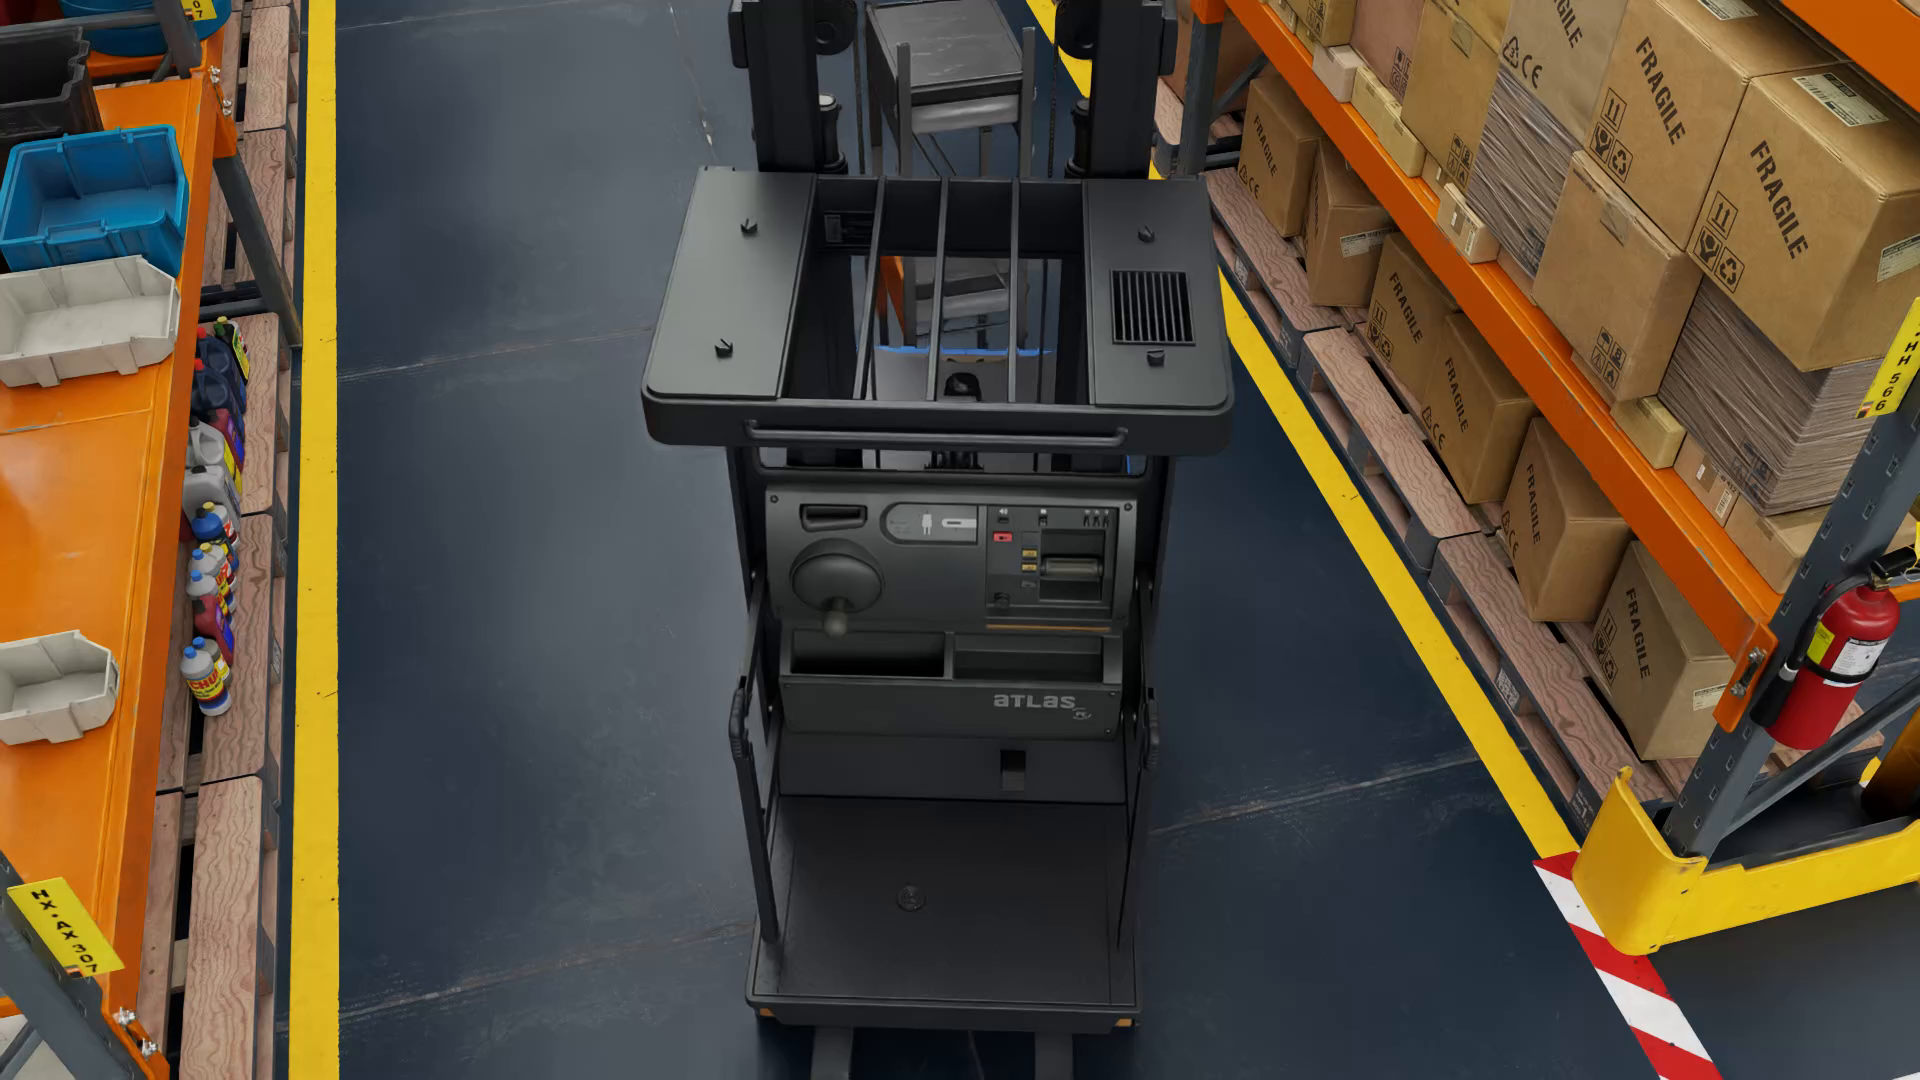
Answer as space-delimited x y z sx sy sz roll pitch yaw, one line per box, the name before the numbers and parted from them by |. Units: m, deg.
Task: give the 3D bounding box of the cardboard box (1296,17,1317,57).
cardboard box | 1.485 -1.914 6.201 0.380 0.149 0.250 -11 47 -10

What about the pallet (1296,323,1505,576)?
pallet | 2.027 -0.442 6.535 1.003 0.211 1.213 -11 47 -10

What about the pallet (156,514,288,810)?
pallet | -2.835 0.478 5.634 1.003 0.211 1.213 -11 47 -10

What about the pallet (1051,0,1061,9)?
pallet | 0.988 -3.124 9.164 1.003 0.211 1.213 -11 47 -10

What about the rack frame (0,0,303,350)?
rack frame | -3.283 -1.813 5.927 1.000 3.000 0.127 -11 47 -10

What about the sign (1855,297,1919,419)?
sign | 1.987 -0.385 3.495 0.100 0.325 0.005 -11 47 -10

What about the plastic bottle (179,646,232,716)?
plastic bottle | -2.422 0.441 5.320 0.097 0.271 0.097 0 46 0

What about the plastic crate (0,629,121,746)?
plastic crate | -2.177 0.364 3.978 0.298 0.136 0.250 -11 47 -10

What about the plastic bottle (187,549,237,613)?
plastic bottle | -2.535 0.135 5.620 0.097 0.271 0.097 0 46 0

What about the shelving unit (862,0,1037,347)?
shelving unit | -0.038 -0.861 5.624 0.431 2.100 0.503 -10 46 -9

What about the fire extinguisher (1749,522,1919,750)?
fire extinguisher | 2.113 0.233 3.975 0.296 0.674 0.183 -11 47 -10

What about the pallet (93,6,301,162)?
pallet | -3.837 -2.216 8.274 1.003 0.211 1.213 -11 47 -10

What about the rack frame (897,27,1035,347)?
rack frame | 0.019 -0.691 5.457 0.400 2.100 0.015 -10 46 -9

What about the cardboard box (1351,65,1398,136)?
cardboard box | 1.613 -1.569 5.863 0.380 0.149 0.250 -11 47 -10

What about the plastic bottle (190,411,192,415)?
plastic bottle | -2.927 -0.445 6.185 0.152 0.276 0.135 -11 47 -10

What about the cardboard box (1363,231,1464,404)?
cardboard box | 1.958 -0.899 6.487 0.500 0.500 0.500 -15 47 -14

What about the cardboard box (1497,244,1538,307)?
cardboard box | 1.921 -0.888 5.196 0.380 0.149 0.250 -11 47 -10

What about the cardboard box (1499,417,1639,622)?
cardboard box | 2.199 -0.070 5.674 0.500 0.500 0.500 0 46 0

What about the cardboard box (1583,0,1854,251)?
cardboard box | 2.016 -1.125 4.274 0.500 0.500 0.500 -11 47 -10

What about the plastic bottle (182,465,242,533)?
plastic bottle | -2.670 -0.153 5.899 0.152 0.276 0.135 -10 46 -10

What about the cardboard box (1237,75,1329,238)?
cardboard box | 1.569 -1.707 7.279 0.500 0.500 0.500 -12 47 -12

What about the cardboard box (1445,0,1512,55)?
cardboard box | 1.770 -1.817 4.952 0.500 0.500 0.500 -11 47 -10

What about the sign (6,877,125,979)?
sign | -1.726 0.754 3.217 0.100 0.325 0.005 -11 47 -10

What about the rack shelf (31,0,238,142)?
rack shelf | -3.795 -2.942 7.537 1.077 0.370 4.000 -11 47 -10

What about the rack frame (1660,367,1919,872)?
rack frame | 2.529 0.043 4.108 1.000 3.000 0.127 -11 47 -10

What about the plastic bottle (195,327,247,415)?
plastic bottle | -2.839 -0.648 6.331 0.144 0.351 0.185 -12 47 -11

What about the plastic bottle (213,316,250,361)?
plastic bottle | -2.889 -0.794 6.579 0.097 0.201 0.097 0 46 0

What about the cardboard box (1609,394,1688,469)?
cardboard box | 2.079 -0.364 4.682 0.380 0.149 0.250 -11 47 -10

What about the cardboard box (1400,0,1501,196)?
cardboard box | 1.968 -1.505 5.346 0.875 0.500 0.500 -11 47 -10

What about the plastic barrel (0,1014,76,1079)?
plastic barrel | -2.501 1.232 4.390 0.421 0.512 0.421 0 46 0

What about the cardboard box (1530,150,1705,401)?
cardboard box | 2.171 -0.804 4.660 0.875 0.500 0.500 -11 47 -10

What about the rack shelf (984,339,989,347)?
rack shelf | -0.038 -0.361 6.133 0.431 0.518 0.480 -10 46 -9

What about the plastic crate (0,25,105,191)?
plastic crate | -3.272 -1.407 5.572 0.767 0.338 0.504 -11 47 -10

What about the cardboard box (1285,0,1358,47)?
cardboard box | 1.654 -2.184 6.012 0.875 0.500 0.500 -11 47 -10

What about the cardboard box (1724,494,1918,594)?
cardboard box | 2.256 -0.028 4.353 0.380 0.149 0.250 -11 47 -10

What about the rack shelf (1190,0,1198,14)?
rack shelf | 0.993 -3.848 8.424 1.077 0.370 4.000 -11 47 -10

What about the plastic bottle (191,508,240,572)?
plastic bottle | -2.587 -0.005 5.757 0.097 0.271 0.097 0 46 0

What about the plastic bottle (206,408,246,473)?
plastic bottle | -2.708 -0.387 6.123 0.061 0.283 0.133 -8 46 -8

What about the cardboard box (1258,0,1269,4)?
cardboard box | 1.321 -2.252 6.533 0.380 0.149 0.250 -11 47 -10

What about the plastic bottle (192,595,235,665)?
plastic bottle | -2.462 0.277 5.472 0.061 0.283 0.133 -10 46 -10

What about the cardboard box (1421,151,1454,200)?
cardboard box | 1.774 -1.230 5.531 0.380 0.149 0.250 -11 47 -10

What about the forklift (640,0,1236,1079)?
forklift | -0.029 0.150 4.050 1.130 2.935 3.031 1 46 1

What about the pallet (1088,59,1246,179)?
pallet | 1.304 -2.280 8.337 1.003 0.211 1.213 -11 47 -10
